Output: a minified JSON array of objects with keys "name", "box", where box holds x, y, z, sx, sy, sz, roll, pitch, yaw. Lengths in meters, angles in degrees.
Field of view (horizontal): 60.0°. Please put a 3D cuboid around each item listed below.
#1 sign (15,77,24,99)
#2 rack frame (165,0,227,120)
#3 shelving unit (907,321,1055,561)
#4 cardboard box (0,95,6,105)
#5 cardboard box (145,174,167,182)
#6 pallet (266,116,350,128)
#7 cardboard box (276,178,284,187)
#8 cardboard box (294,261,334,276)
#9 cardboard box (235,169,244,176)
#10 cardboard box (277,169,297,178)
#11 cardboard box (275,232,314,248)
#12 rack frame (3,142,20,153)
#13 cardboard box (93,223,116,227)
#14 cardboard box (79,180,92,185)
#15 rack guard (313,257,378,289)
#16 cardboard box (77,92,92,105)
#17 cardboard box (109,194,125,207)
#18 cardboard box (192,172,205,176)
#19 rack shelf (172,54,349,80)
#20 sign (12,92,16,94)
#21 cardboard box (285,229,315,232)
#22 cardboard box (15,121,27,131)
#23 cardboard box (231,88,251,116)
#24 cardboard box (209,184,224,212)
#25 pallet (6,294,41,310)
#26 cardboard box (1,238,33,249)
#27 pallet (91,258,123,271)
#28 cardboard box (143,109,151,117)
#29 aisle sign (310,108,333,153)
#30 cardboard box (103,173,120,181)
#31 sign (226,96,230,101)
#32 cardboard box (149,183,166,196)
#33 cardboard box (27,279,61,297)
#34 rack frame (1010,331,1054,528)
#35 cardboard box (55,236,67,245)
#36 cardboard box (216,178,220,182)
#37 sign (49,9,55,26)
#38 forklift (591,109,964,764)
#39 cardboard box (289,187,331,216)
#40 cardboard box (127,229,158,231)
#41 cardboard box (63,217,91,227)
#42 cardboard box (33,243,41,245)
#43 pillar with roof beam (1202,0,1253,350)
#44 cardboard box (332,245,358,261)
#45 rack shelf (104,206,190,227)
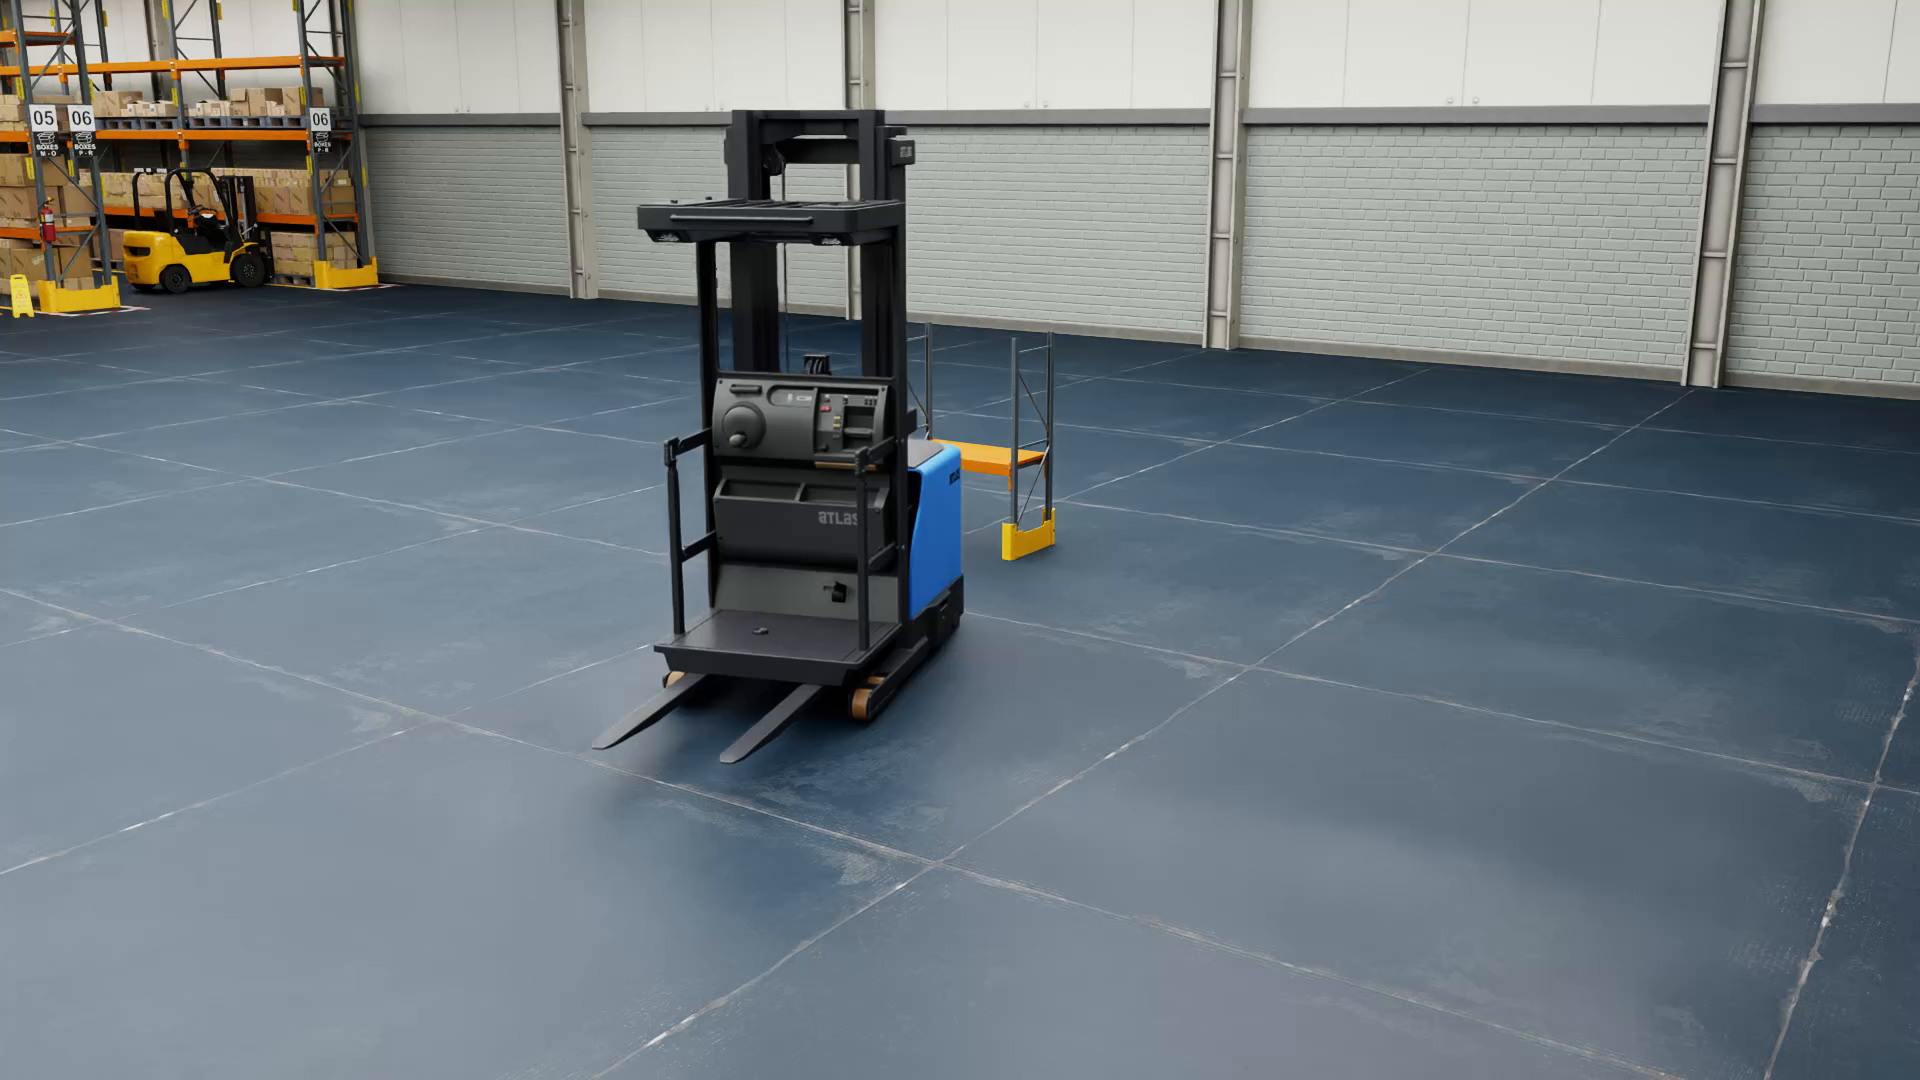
[{"name":"sign","box":[-14.474,-6.956,25.597,0.005,0.325,0.100,9,17,33]},{"name":"rack frame","box":[-14.700,-9.617,31.946,0.127,3.000,1.000,9,17,33]},{"name":"shelving unit","box":[0.063,-0.718,11.602,1.083,1.500,0.587,9,17,33]},{"name":"cardboard box","box":[-15.008,-6.959,26.313,0.250,0.149,0.380,9,16,32]},{"name":"cardboard box","box":[-15.980,-7.201,33.111,0.250,0.149,0.380,9,16,31]},{"name":"pallet","box":[-11.953,-7.682,30.554,1.213,0.211,1.003,9,17,33]},{"name":"cardboard box","box":[-12.434,-6.633,30.820,0.250,0.149,0.380,9,17,32]},{"name":"cardboard box","box":[-11.947,-5.038,30.780,0.500,0.250,0.500,9,17,33]},{"name":"cardboard box","box":[-13.488,-6.954,31.495,0.250,0.149,0.380,9,17,33]},{"name":"cardboard box","box":[-12.415,-6.787,30.822,0.250,0.149,0.380,9,17,33]},{"name":"cardboard box","box":[-12.364,-5.590,30.930,0.500,0.250,0.500,10,17,34]},{"name":"rack frame","box":[-21.338,-7.778,37.001,0.127,3.000,1.000,9,17,33]},{"name":"cardboard box","box":[-18.278,-6.679,35.539,0.250,0.149,0.380,10,17,36]},{"name":"cardboard box","box":[-17.801,-7.298,34.334,0.500,0.250,0.500,9,17,33]},{"name":"rack guard","box":[-11.361,-4.952,30.787,0.348,0.500,1.175,9,17,33]},{"name":"cardboard box","box":[-17.554,-8.853,33.810,0.500,0.500,0.500,9,17,33]},{"name":"cardboard box","box":[-16.941,-6.924,33.864,0.500,0.250,0.500,9,16,31]},{"name":"cardboard box","box":[-14.601,-7.111,32.129,0.250,0.149,0.380,10,17,34]},{"name":"rack shelf","box":[-13.040,-8.806,30.997,4.000,0.370,1.077,9,17,33]},{"name":"sign","box":[-21.031,-9.787,36.980,0.005,0.325,0.100,9,17,33]},{"name":"cardboard box","box":[-12.499,-5.761,31.620,0.500,0.250,0.500,9,17,32]},{"name":"cardboard box","box":[-14.600,-6.505,26.137,0.250,0.149,0.380,9,17,33]},{"name":"cardboard box","box":[-13.142,-8.181,31.091,0.637,0.503,0.797,10,17,35]},{"name":"cardboard box","box":[-14.036,-6.575,31.935,0.500,0.500,0.500,10,17,34]},{"name":"pallet","box":[-14.865,-3.951,27.344,1.213,0.211,1.003,9,17,33]},{"name":"cardboard box","box":[-15.300,-4.818,26.980,0.250,0.149,0.380,10,17,34]},{"name":"pallet","box":[-17.357,-5.770,34.691,1.213,0.211,1.003,9,17,33]},{"name":"cardboard box","box":[-15.782,-8.378,32.625,0.250,0.149,0.380,9,17,33]},{"name":"aisle sign","box":[-11.490,-7.363,29.915,0.004,0.787,0.394,9,17,33]},{"name":"cardboard box","box":[-17.245,-7.406,33.940,0.250,0.149,0.380,9,17,33]},{"name":"sign","box":[-14.391,-8.561,32.682,0.005,0.325,0.100,9,17,33]},{"name":"cardboard box","box":[-15.681,-6.957,32.958,0.500,0.250,0.500,9,16,31]},{"name":"cardboard box","box":[-14.988,-4.105,27.014,0.500,0.250,0.500,9,17,33]},{"name":"rack frame","box":[0.493,-0.648,11.321,0.032,1.500,0.500,9,17,33]},{"name":"cardboard box","box":[-18.899,-6.315,35.419,0.500,0.500,0.500,9,16,32]},{"name":"cardboard box","box":[-13.971,-6.862,31.741,0.250,0.149,0.380,10,17,34]},{"name":"sign","box":[-18.313,-10.536,33.549,0.005,0.325,0.100,9,17,33]},{"name":"forklift","box":[-0.873,-0.630,8.268,1.130,2.935,3.031,4,14,15]},{"name":"cardboard box","box":[-11.935,-6.231,30.543,0.500,0.500,0.500,9,16,32]},{"name":"cardboard box","box":[-16.403,-6.030,34.007,0.625,0.625,0.875,8,16,31]},{"name":"cardboard box","box":[-14.314,-5.143,26.880,0.250,0.149,0.380,9,17,33]},{"name":"cardboard box","box":[-15.531,-4.716,27.920,0.500,0.500,0.500,10,17,34]},{"name":"pillar with roof beam","box":[1.078,-6.081,17.663,0.400,9.000,9.100,9,17,33]},{"name":"cardboard box","box":[-11.655,-5.385,31.141,0.500,0.250,0.500,10,17,34]},{"name":"rack shelf","box":[-16.359,-6.624,33.837,4.000,0.370,1.077,9,17,33]}]
